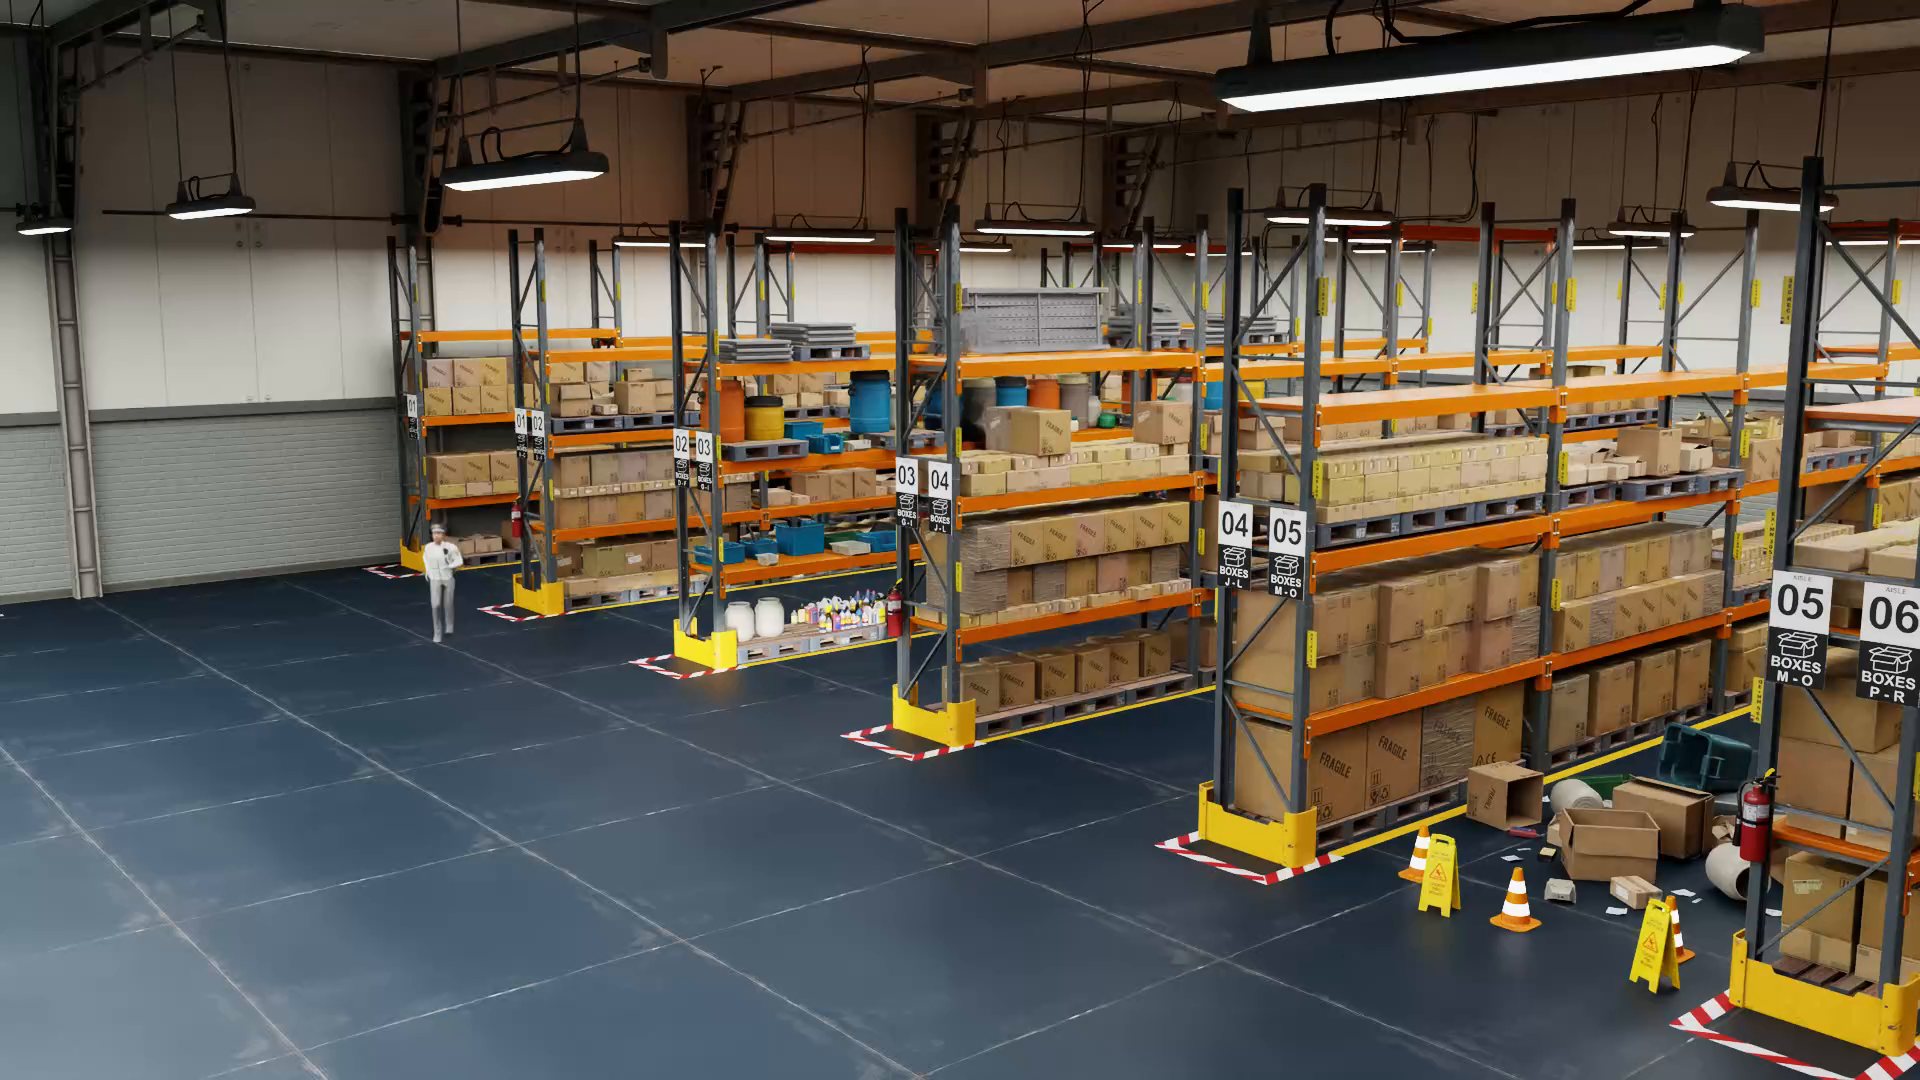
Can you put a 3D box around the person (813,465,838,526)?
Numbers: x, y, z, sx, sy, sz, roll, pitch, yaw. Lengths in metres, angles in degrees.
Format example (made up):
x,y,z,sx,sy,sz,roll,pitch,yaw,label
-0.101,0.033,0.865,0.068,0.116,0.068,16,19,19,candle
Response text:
x,y,z,sx,sy,sz,roll,pitch,yaw,label
-2.708,-0.757,33.015,0.732,1.737,0.810,7,11,38,person

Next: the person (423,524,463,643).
x,y,z,sx,sy,sz,roll,pitch,yaw,label
-7.548,0.614,24.316,0.596,1.754,0.748,-1,9,-8,person
